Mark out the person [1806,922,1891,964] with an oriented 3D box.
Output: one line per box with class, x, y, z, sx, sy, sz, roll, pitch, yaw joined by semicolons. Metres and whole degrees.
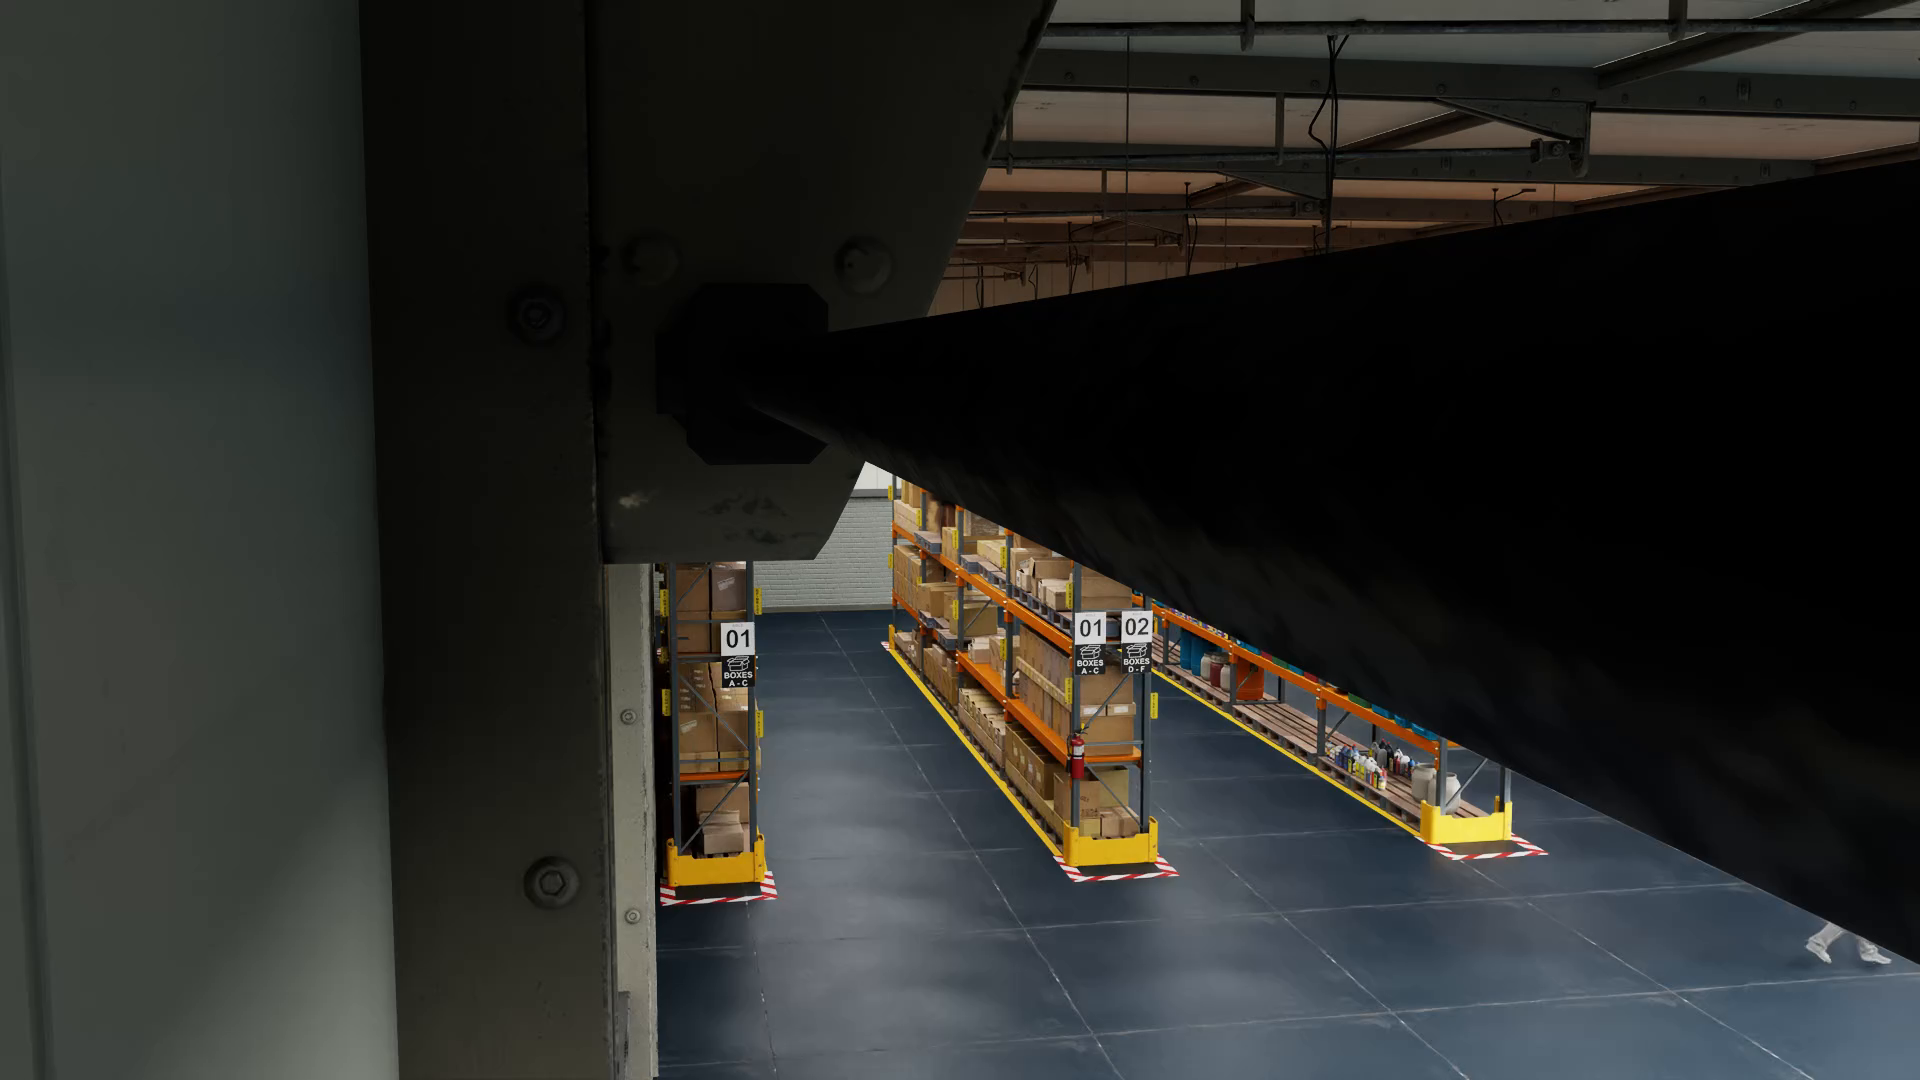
person;9.280;3.552;17.286;0.906;1.767;0.661;1;6;5
